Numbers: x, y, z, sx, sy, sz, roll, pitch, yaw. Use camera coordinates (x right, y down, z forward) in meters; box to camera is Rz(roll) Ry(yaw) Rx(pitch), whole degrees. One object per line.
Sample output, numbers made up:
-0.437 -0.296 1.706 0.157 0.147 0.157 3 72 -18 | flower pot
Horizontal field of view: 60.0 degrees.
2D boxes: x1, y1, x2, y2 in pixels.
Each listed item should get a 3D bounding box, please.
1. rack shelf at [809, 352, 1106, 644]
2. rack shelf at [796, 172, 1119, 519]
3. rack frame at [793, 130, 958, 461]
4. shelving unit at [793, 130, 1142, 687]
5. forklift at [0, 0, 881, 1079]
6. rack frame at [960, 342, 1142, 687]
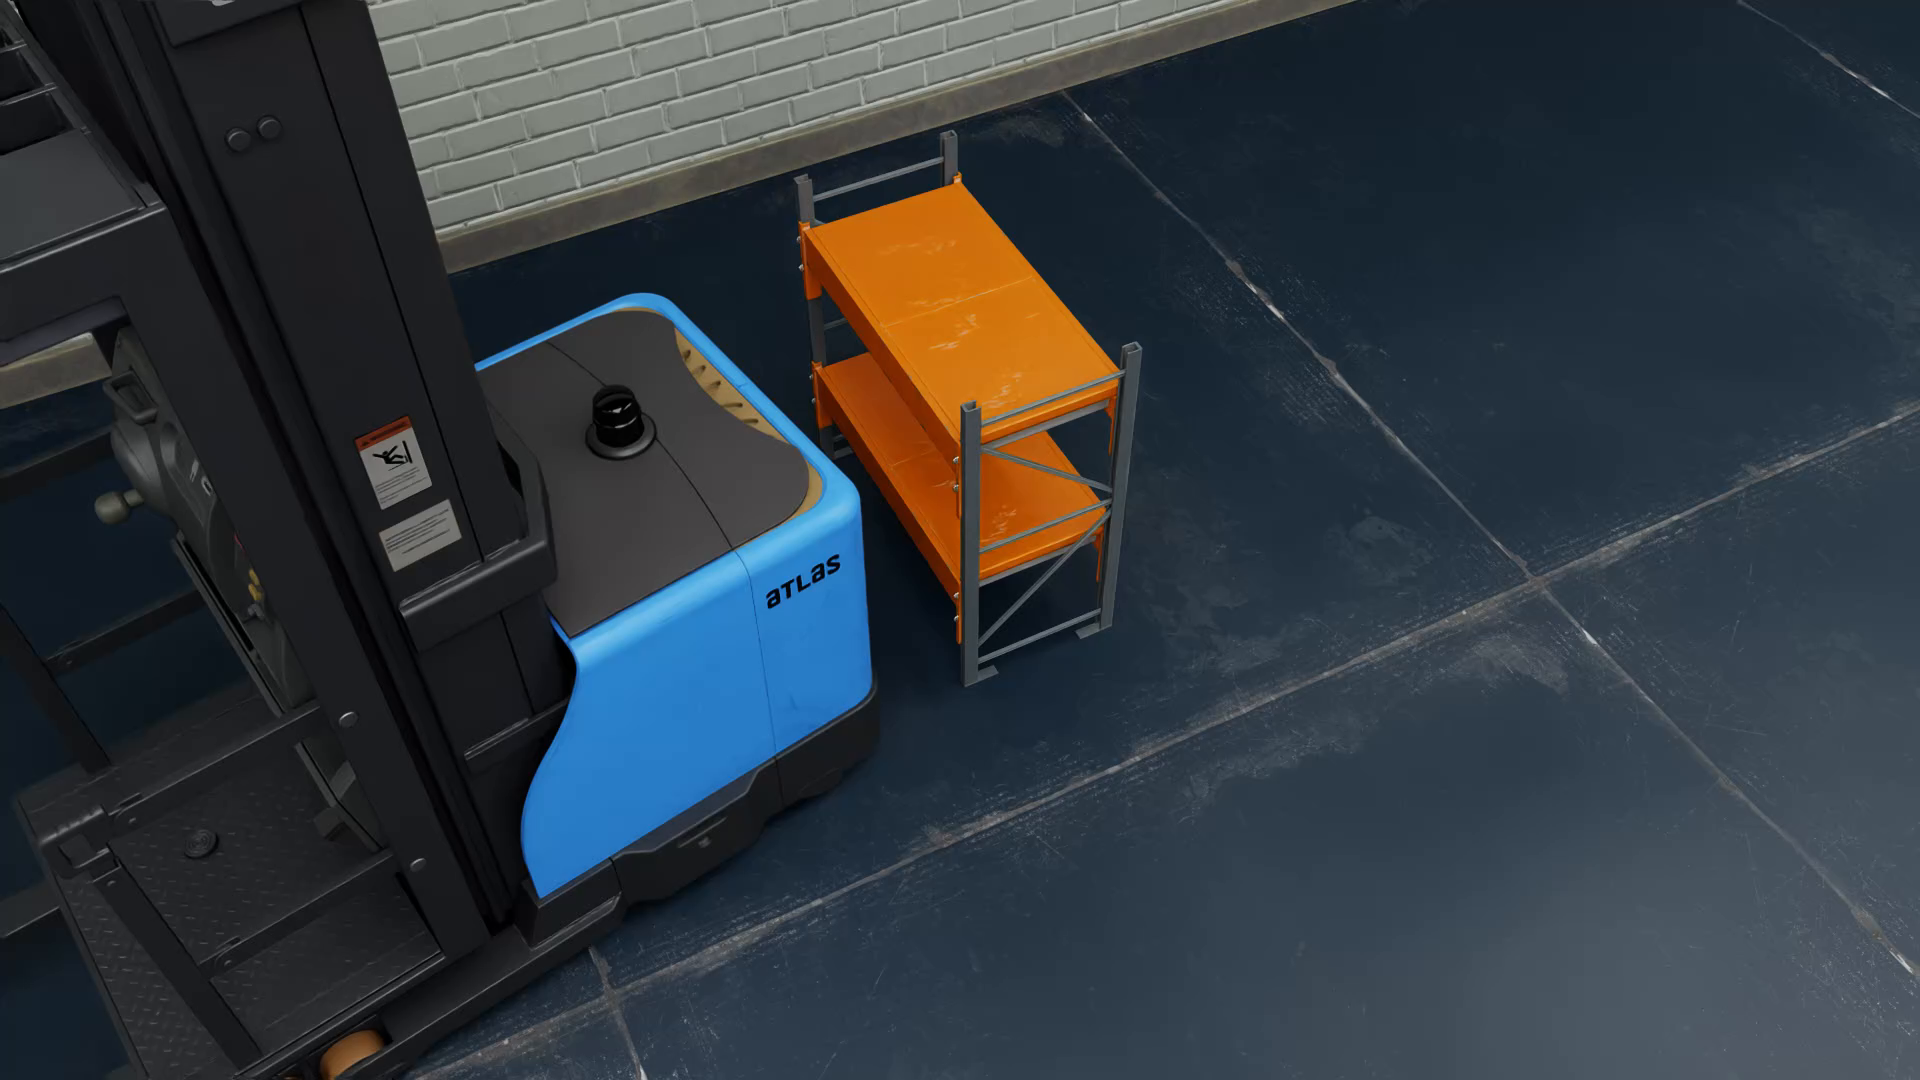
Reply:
-0.003 -0.214 5.015 0.538 0.278 1.000 -21 52 -18 | rack shelf
-0.003 -0.568 4.610 0.538 0.278 1.000 -21 52 -18 | rack shelf
-0.236 -0.715 5.128 0.500 1.125 0.032 -21 52 -18 | rack frame
-0.003 -0.375 4.831 0.538 1.125 1.048 -21 52 -18 | shelving unit
-1.699 0.024 3.282 3.031 2.935 1.130 -30 55 -24 | forklift
0.230 -0.035 4.533 0.500 1.125 0.032 -21 52 -18 | rack frame
